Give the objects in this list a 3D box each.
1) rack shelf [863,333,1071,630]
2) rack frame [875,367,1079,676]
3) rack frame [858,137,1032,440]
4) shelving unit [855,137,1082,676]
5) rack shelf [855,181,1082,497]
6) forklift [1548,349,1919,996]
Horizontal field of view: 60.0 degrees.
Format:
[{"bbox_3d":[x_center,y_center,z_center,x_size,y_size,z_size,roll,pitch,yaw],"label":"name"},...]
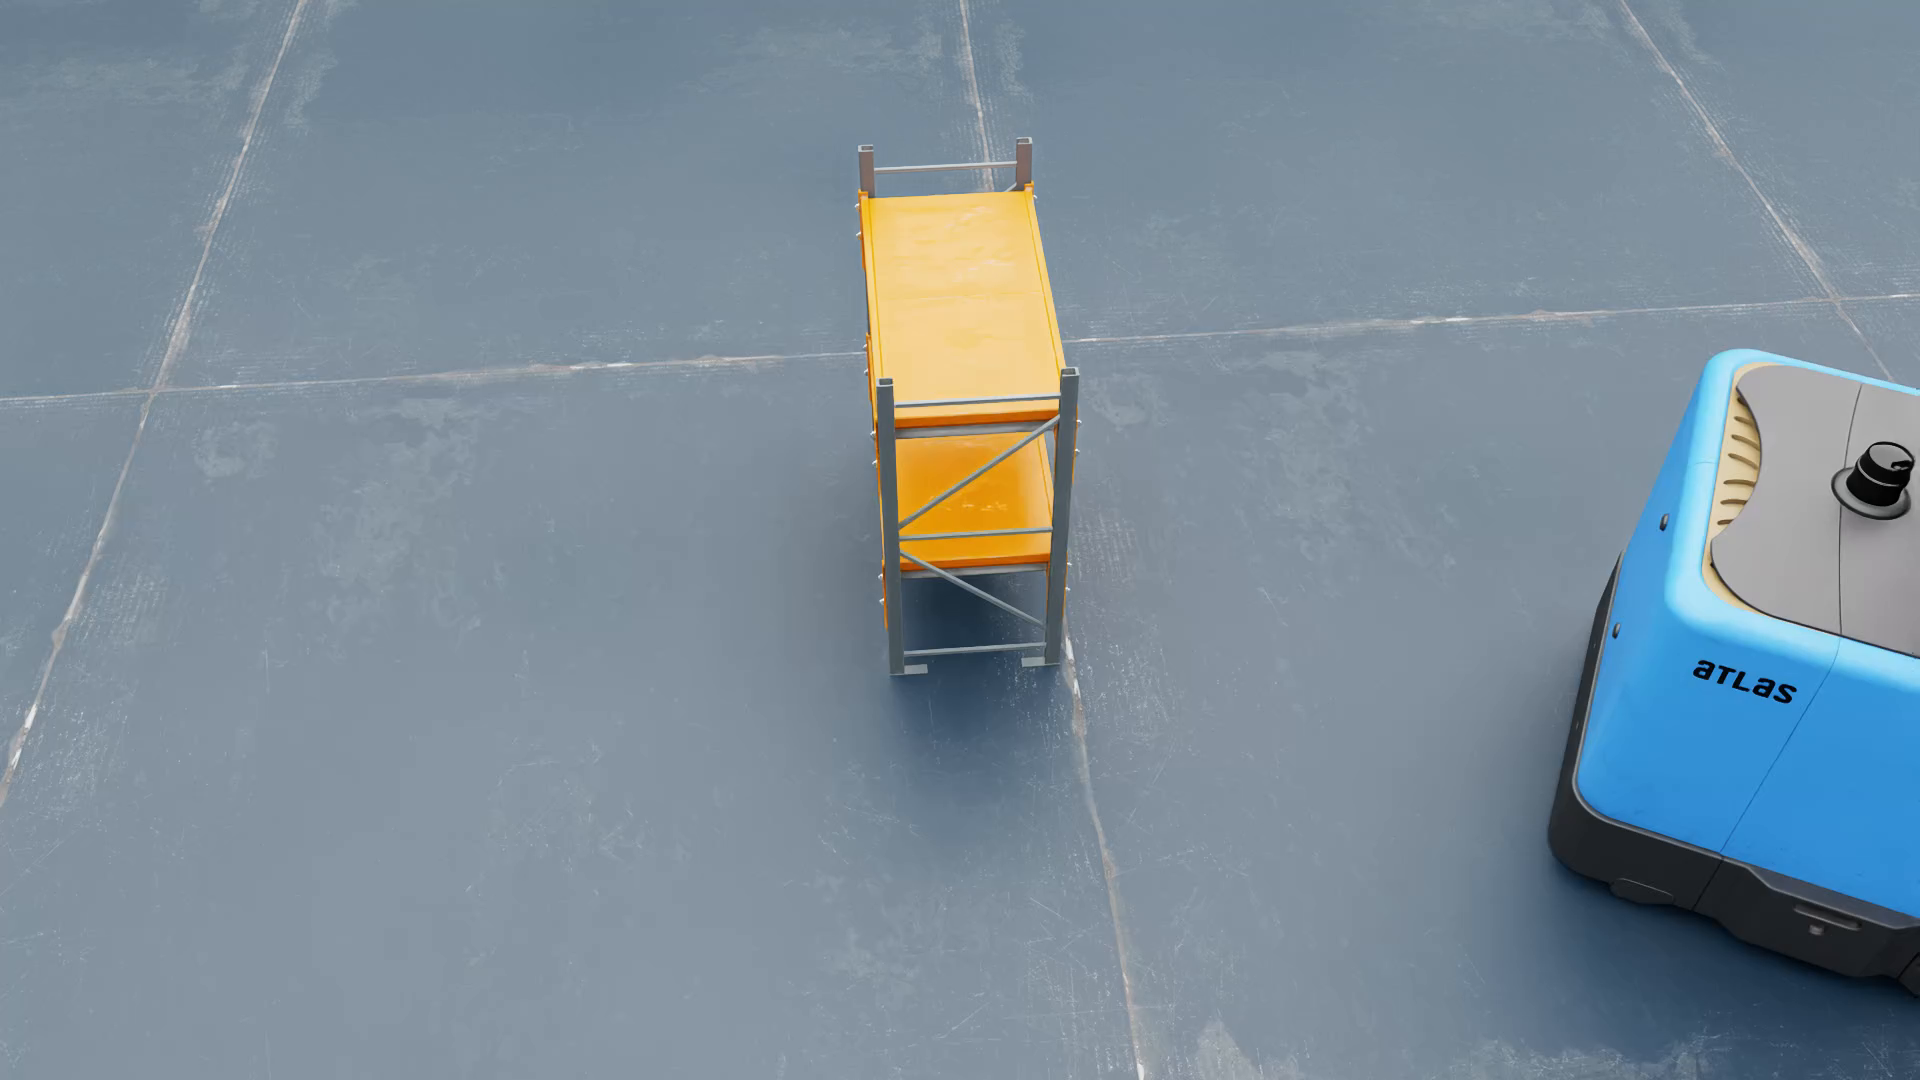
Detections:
[{"bbox_3d":[0.001,-0.214,5.014,0.538,0.278,1.000,-3,47,-3],"label":"rack shelf"},{"bbox_3d":[0.043,-0.014,4.489,0.500,1.125,0.032,-3,47,-3],"label":"rack frame"},{"bbox_3d":[-0.042,-0.750,5.185,0.500,1.125,0.032,-3,47,-3],"label":"rack frame"},{"bbox_3d":[0.001,-0.382,4.837,0.538,1.125,1.048,-3,47,-3],"label":"shelving unit"},{"bbox_3d":[0.001,-0.583,4.624,0.538,0.278,1.000,-3,47,-3],"label":"rack shelf"},{"bbox_3d":[3.122,-0.035,3.264,3.031,2.935,1.130,17,49,16],"label":"forklift"}]
